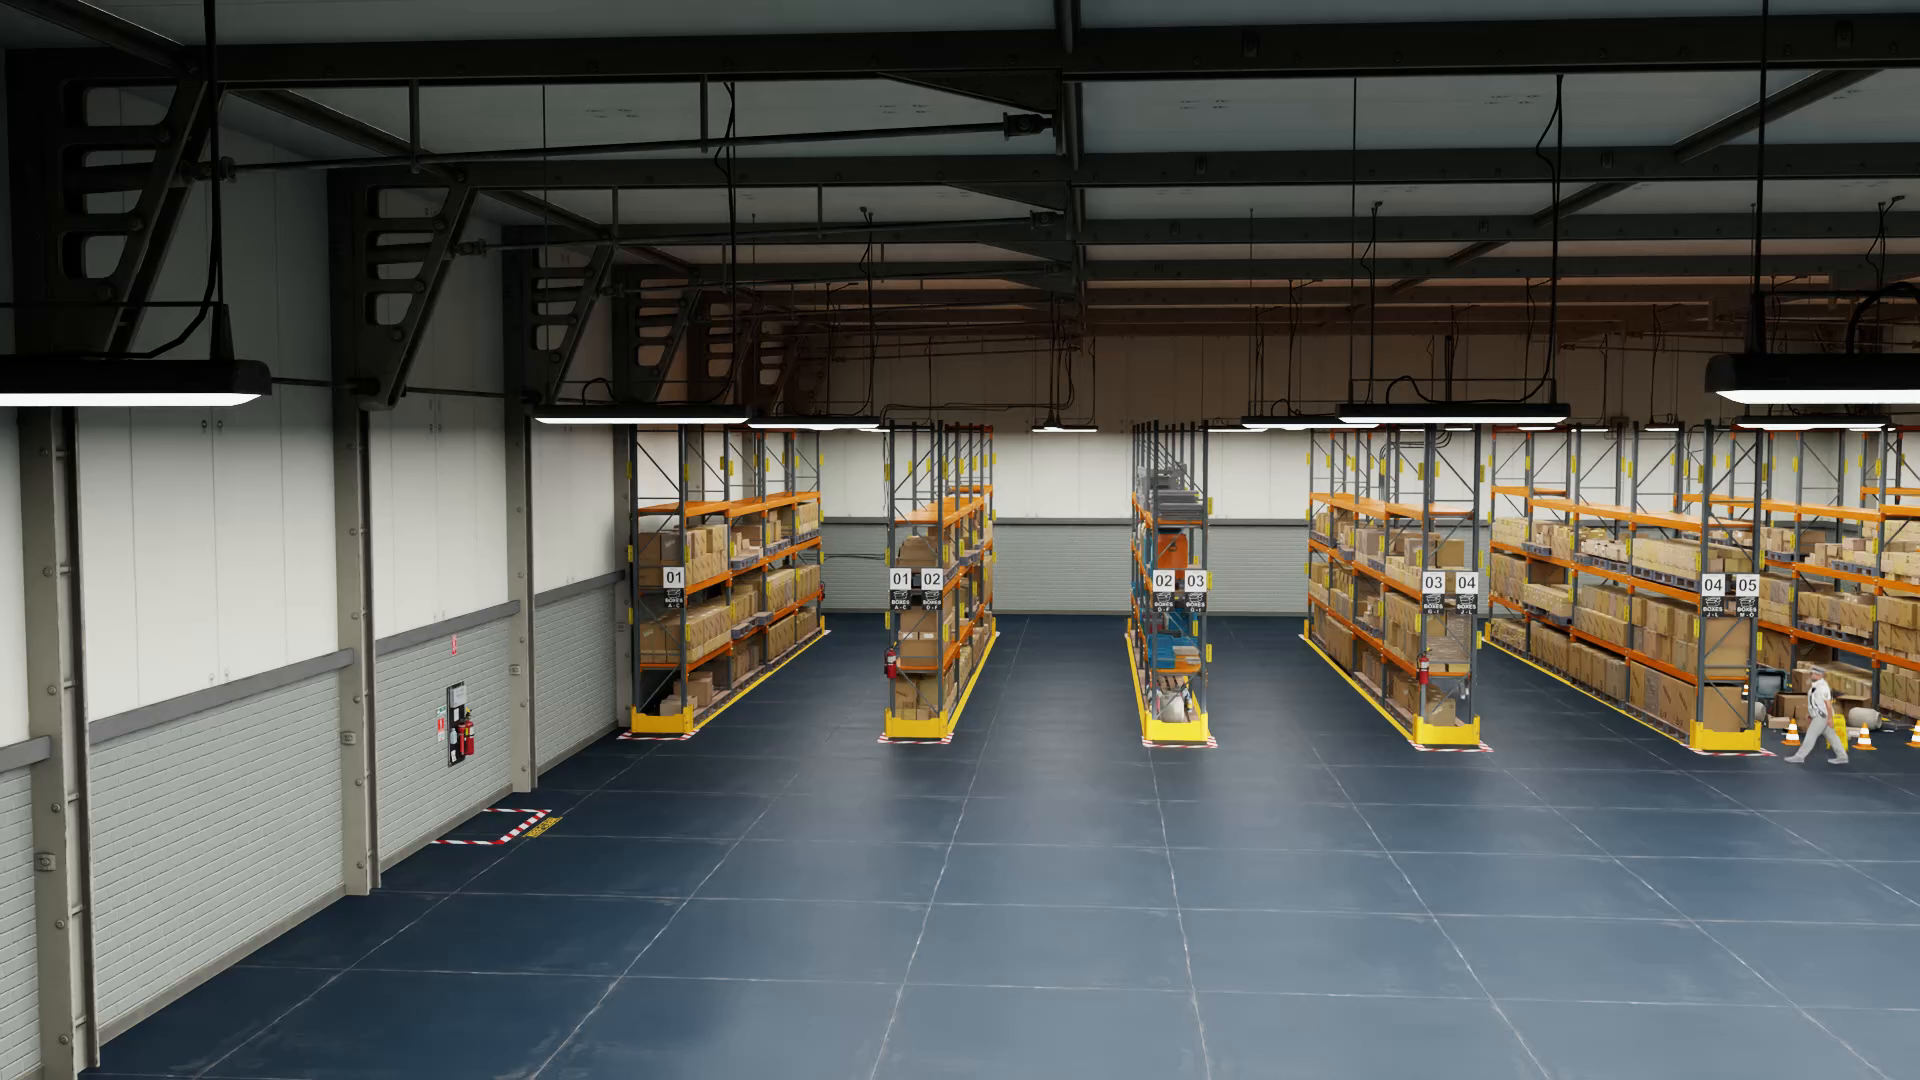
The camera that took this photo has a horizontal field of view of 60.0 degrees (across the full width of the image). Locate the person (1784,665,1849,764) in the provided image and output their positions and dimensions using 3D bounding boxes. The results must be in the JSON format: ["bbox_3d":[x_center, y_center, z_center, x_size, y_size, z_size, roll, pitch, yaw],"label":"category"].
[{"bbox_3d":[14.868,3.017,28.838,1.039,1.695,0.586,1,4,20],"label":"person"}]

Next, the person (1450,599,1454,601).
[{"bbox_3d":[12.155,2.282,41.212,0.510,1.619,0.891,1,4,20],"label":"person"}]

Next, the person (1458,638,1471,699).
[{"bbox_3d":[10.957,2.614,36.217,0.501,1.651,0.608,1,4,15],"label":"person"}]
